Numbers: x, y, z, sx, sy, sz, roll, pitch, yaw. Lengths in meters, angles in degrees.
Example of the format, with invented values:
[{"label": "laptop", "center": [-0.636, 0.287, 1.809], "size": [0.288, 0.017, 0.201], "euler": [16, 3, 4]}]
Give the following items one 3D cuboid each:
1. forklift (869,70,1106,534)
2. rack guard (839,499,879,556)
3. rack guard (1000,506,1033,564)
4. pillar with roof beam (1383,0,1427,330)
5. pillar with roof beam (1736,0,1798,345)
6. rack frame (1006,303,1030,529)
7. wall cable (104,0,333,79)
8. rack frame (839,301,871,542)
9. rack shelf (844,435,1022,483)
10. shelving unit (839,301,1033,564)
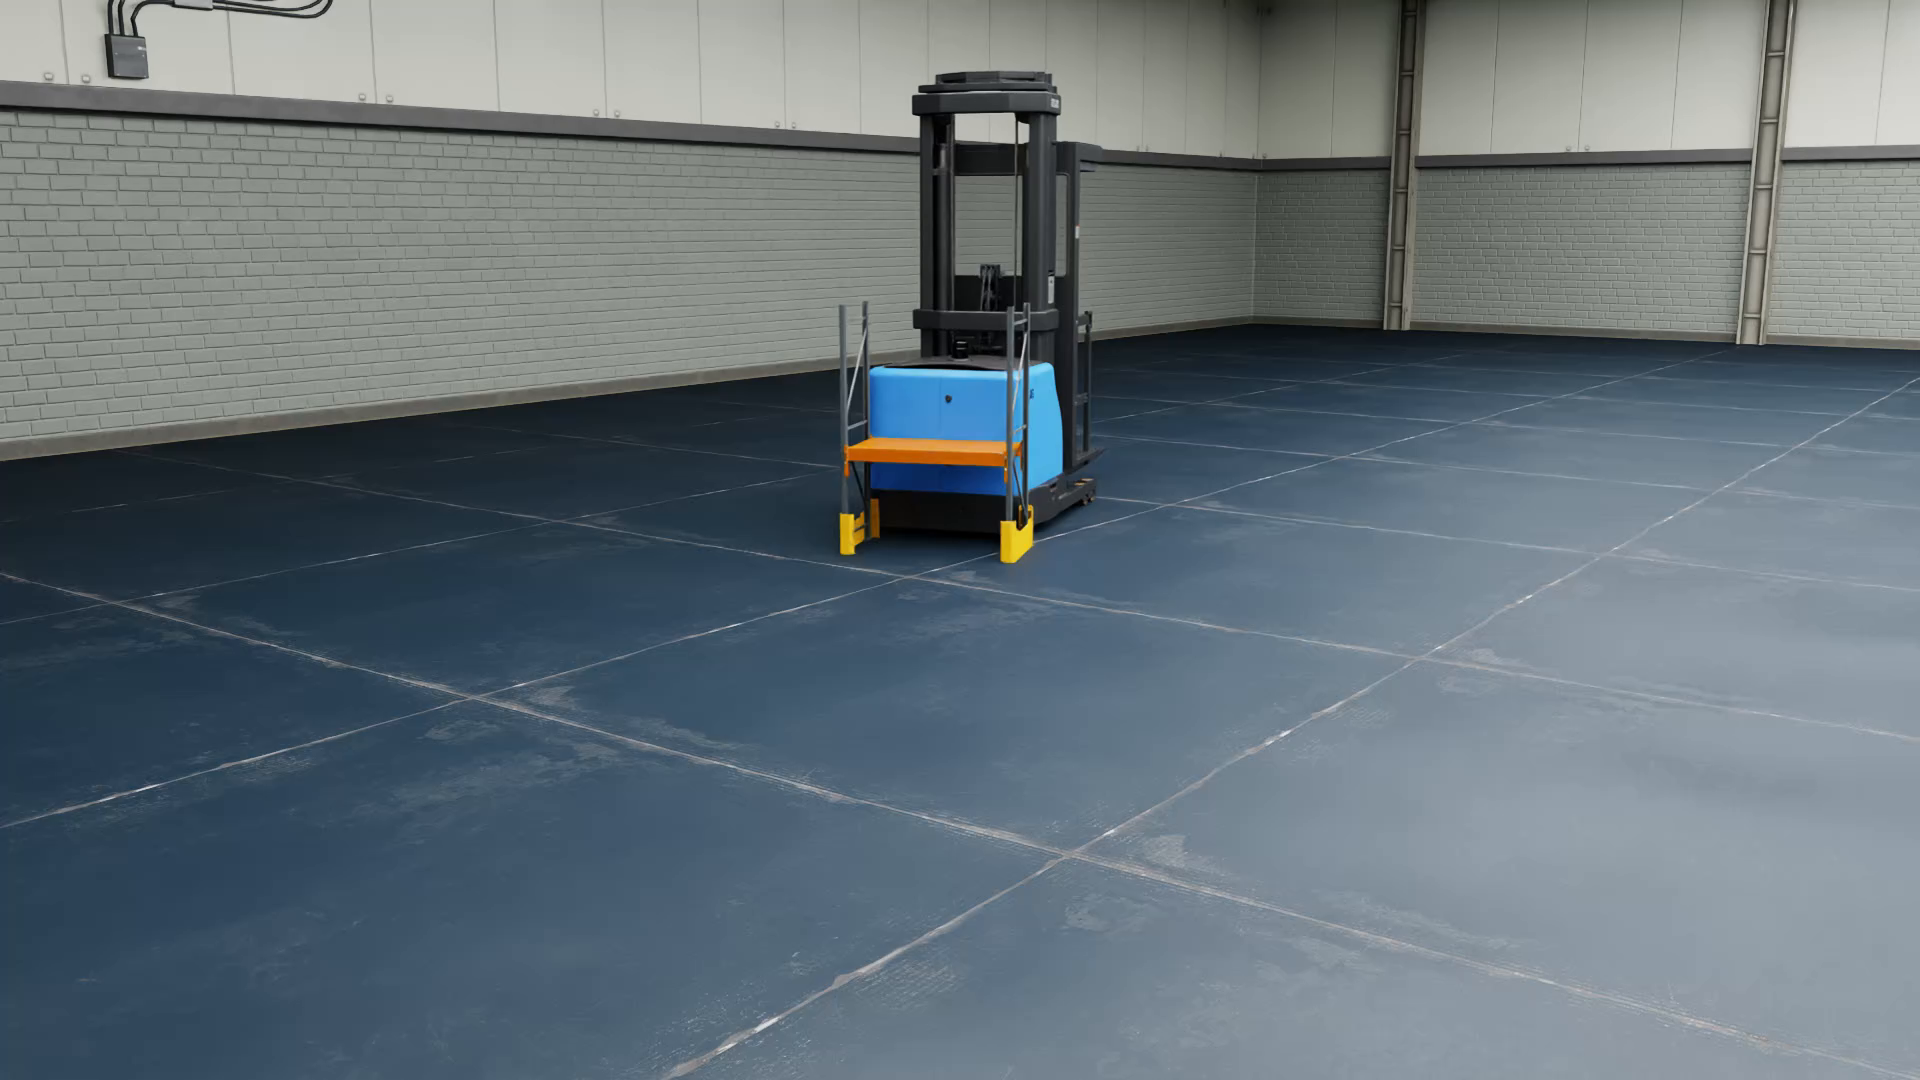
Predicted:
[{"label": "forklift", "center": [0.353, -1.703, 11.614], "size": [1.130, 2.935, 3.031], "euler": [4, 12, 18]}, {"label": "rack guard", "center": [-0.621, -0.084, 10.305], "size": [0.087, 0.250, 0.587], "euler": [3, 11, 14]}, {"label": "rack guard", "center": [0.345, -0.037, 10.065], "size": [0.087, 0.250, 0.587], "euler": [3, 11, 14]}, {"label": "pillar with roof beam", "center": [5.453, -7.618, 26.216], "size": [0.400, 9.000, 9.100], "euler": [8, 13, 36]}, {"label": "pillar with roof beam", "center": [10.289, -6.943, 22.729], "size": [0.400, 9.000, 9.100], "euler": [8, 13, 36]}, {"label": "rack frame", "center": [0.346, -0.651, 9.946], "size": [0.032, 1.500, 0.500], "euler": [3, 11, 14]}, {"label": "wall cable", "center": [-6.604, -7.110, 14.634], "size": [0.169, 6.003, 2.305], "euler": [8, 13, 36]}, {"label": "rack frame", "center": [-0.639, -0.698, 10.191], "size": [0.032, 1.500, 0.500], "euler": [3, 11, 14]}, {"label": "rack shelf", "center": [-0.146, -0.498, 10.103], "size": [1.000, 0.185, 0.538], "euler": [3, 11, 14]}, {"label": "shelving unit", "center": [-0.138, -0.674, 10.066], "size": [1.083, 1.500, 0.587], "euler": [3, 11, 14]}]
